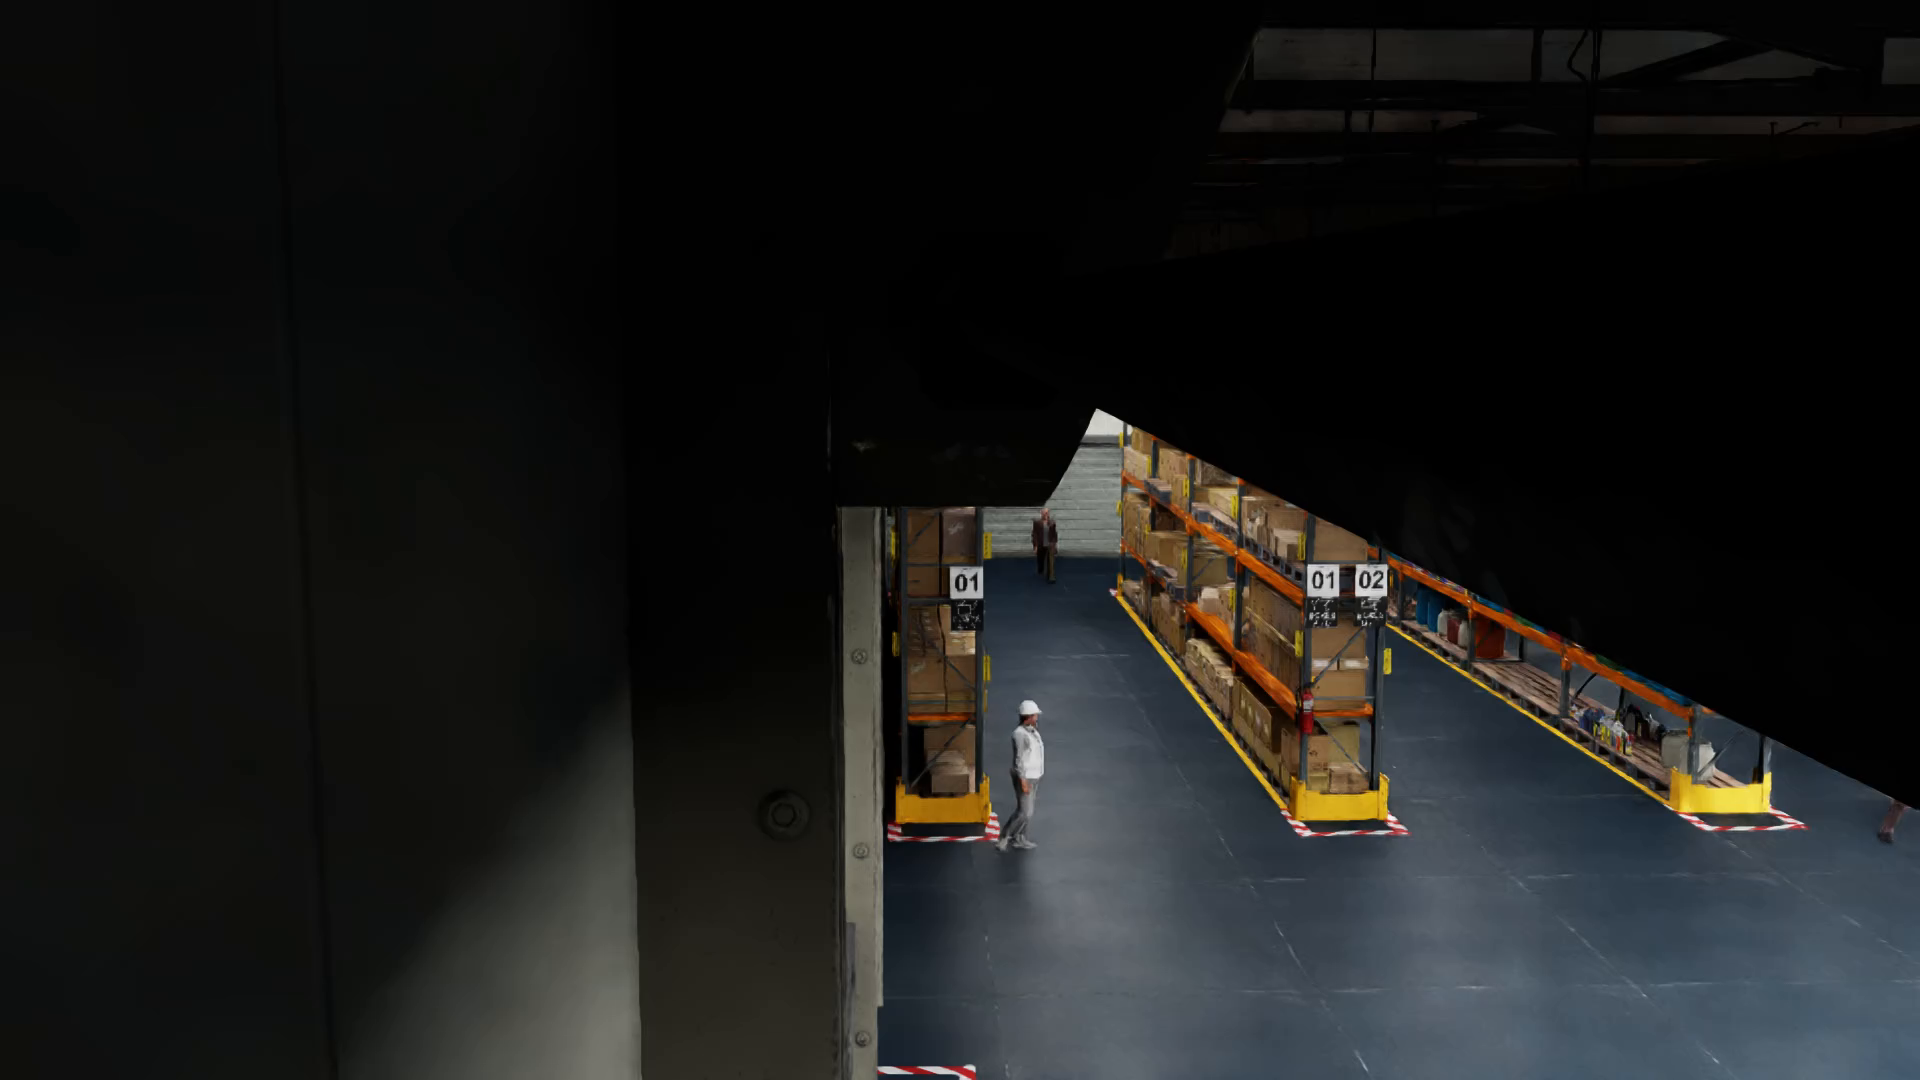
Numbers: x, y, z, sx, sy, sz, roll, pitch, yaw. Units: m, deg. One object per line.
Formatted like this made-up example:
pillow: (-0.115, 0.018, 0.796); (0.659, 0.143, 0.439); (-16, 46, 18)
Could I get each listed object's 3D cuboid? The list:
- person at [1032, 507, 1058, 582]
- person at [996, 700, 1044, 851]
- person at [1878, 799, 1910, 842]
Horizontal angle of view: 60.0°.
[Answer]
person: (1.960, 0.088, 38.336); (0.598, 1.698, 1.193); (0, 8, 0)
person: (0.704, 2.743, 19.335); (0.472, 1.763, 0.698); (3, 9, 23)
person: (11.293, 2.782, 19.467); (0.683, 1.662, 0.837); (-3, 8, -19)
